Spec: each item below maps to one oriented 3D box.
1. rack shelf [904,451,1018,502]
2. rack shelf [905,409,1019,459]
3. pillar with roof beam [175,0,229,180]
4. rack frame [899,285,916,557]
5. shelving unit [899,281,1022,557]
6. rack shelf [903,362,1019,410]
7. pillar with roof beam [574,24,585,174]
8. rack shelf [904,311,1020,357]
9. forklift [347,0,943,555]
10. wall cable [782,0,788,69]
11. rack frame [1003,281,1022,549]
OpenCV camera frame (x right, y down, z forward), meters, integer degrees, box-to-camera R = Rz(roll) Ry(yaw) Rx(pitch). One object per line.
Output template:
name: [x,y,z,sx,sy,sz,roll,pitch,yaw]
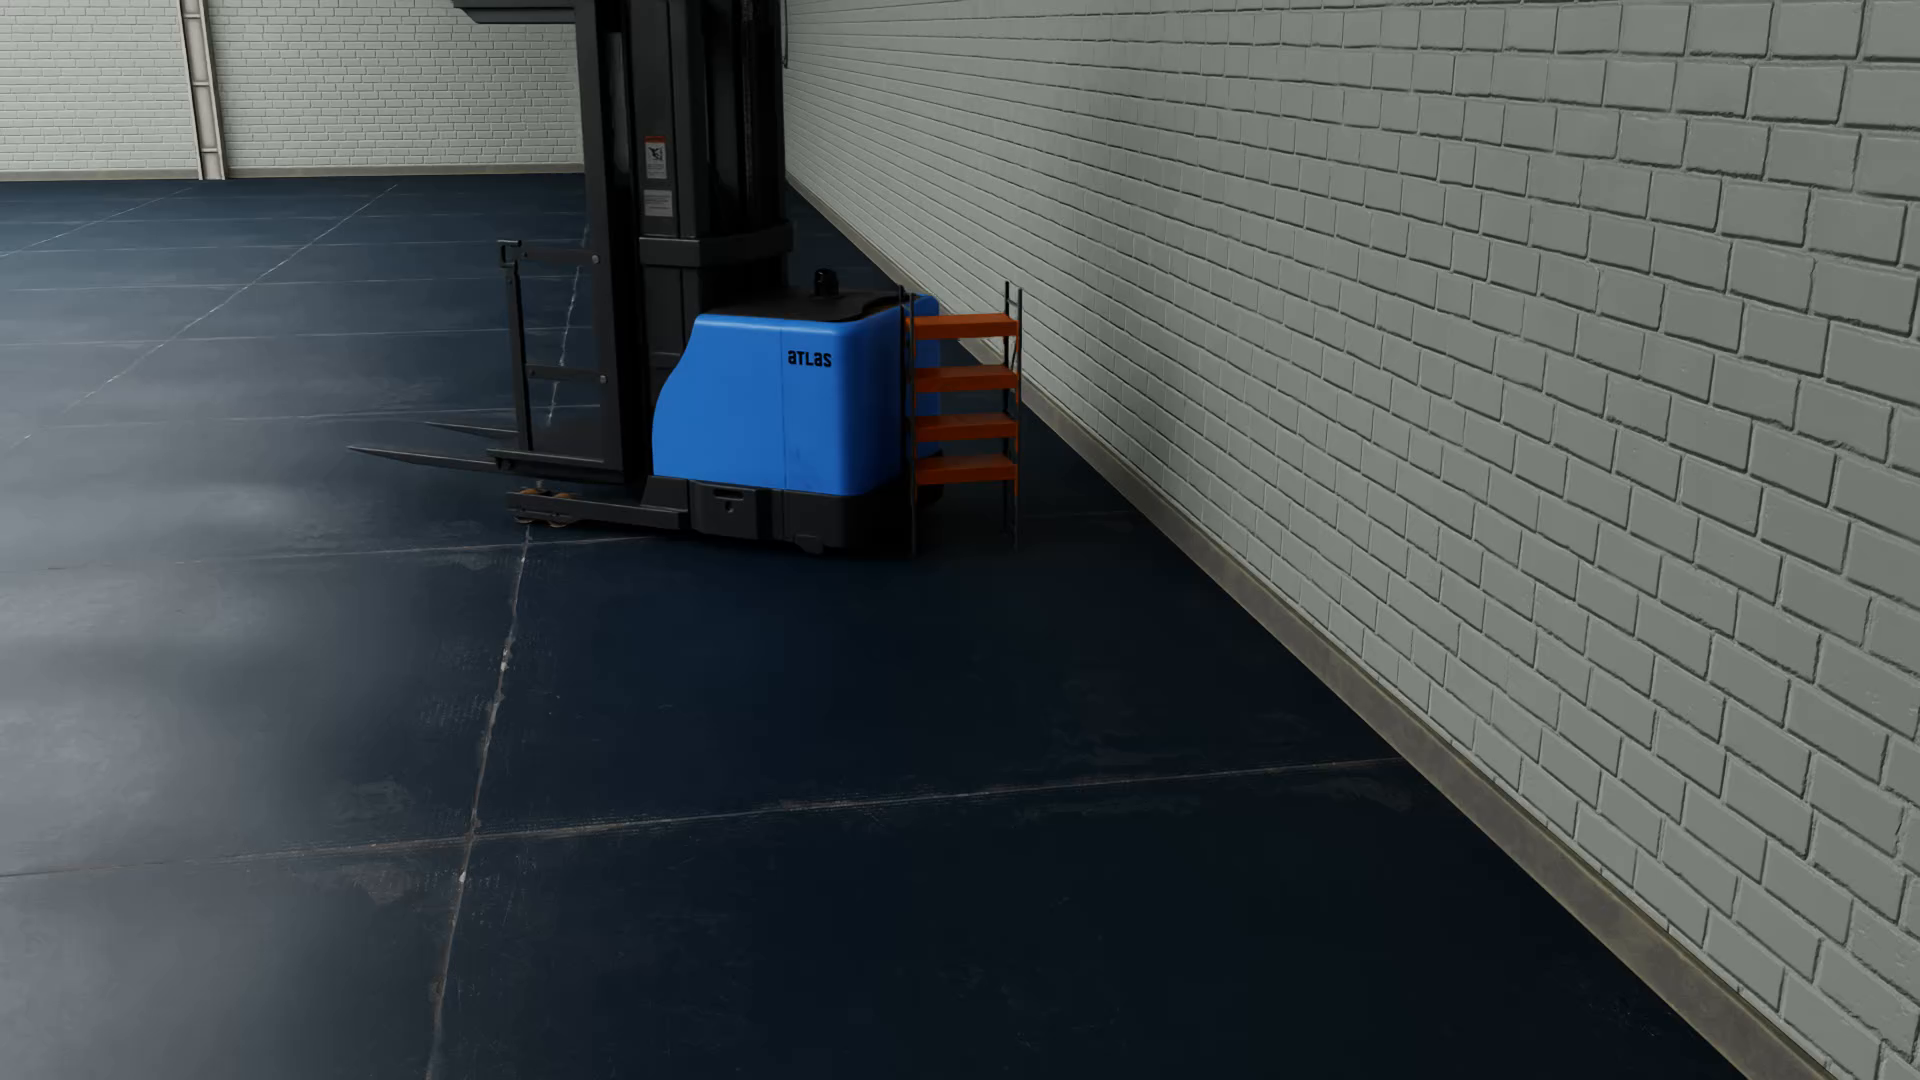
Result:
rack shelf: [0.002,-0.295,7.634,0.480,0.148,0.258,-4,18,-13]
rack shelf: [0.002,-0.485,7.575,0.480,0.148,0.258,-4,18,-13]
pillar with roof beam: [-11.144,-8.854,21.312,0.400,9.000,9.100,-3,17,-10]
rack frame: [-0.235,-0.532,7.500,0.015,1.200,0.240,-4,18,-13]
shelving unit: [0.002,-0.549,7.556,0.503,1.200,0.258,-4,18,-13]
rack shelf: [0.002,-0.699,7.510,0.480,0.148,0.258,-4,18,-13]
pillar with roof beam: [-5.253,-9.188,22.400,0.400,9.000,9.100,-3,17,-10]
rack shelf: [0.002,-0.925,7.440,0.480,0.148,0.258,-4,18,-13]
forklift: [-1.653,-1.594,8.008,3.031,2.935,1.130,7,18,21]
wall cable: [-2.926,-8.728,26.189,0.112,2.526,3.097,-3,17,-10]
rack frame: [0.239,-0.566,7.611,0.015,1.200,0.240,-4,18,-13]
